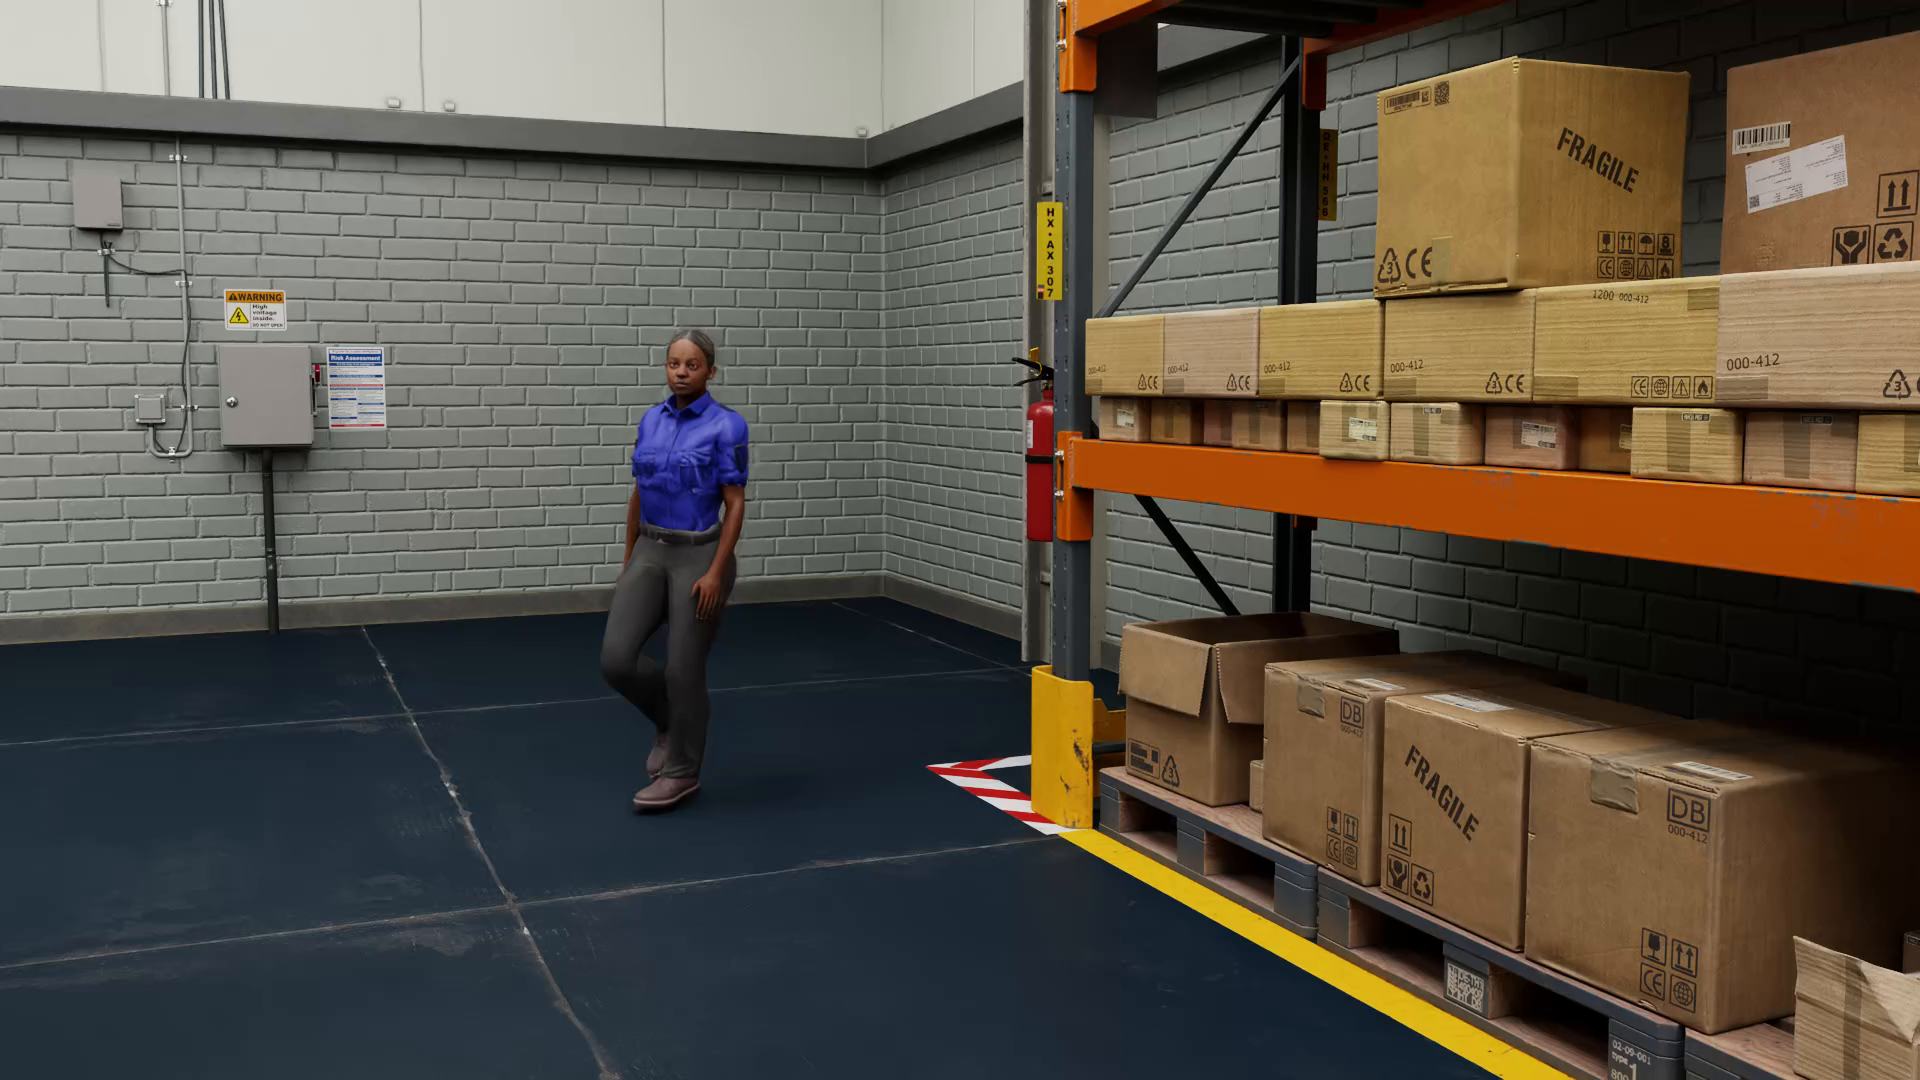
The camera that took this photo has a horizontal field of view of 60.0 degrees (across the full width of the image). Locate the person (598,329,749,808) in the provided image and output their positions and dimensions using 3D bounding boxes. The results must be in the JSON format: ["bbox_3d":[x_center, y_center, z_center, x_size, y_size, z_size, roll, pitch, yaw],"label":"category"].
[{"bbox_3d":[-0.948,0.097,5.781,0.502,1.649,0.477,2,6,23],"label":"person"}]
